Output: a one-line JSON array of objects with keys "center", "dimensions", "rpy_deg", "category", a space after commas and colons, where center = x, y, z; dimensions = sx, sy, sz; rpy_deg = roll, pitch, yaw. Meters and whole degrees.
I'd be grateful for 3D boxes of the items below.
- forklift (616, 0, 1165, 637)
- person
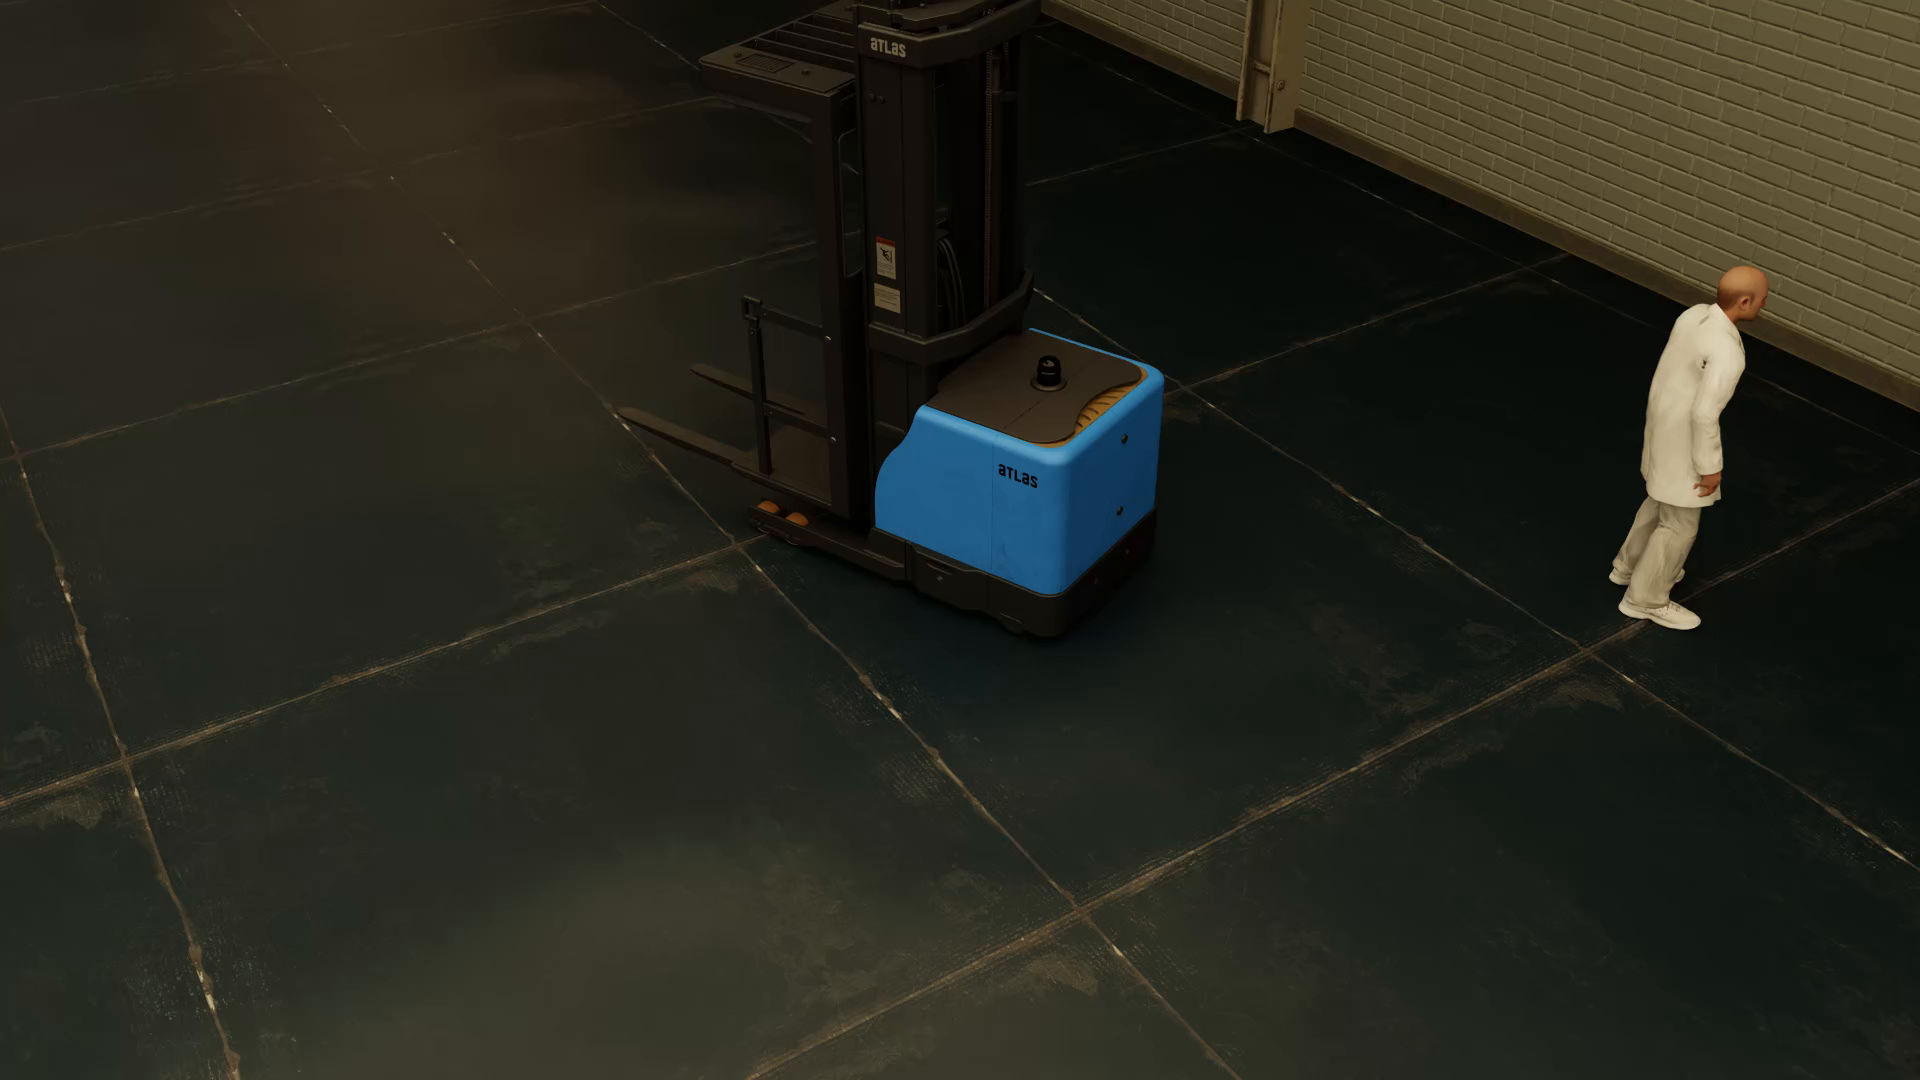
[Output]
[{"center": [-0.500, -1.399, 8.138], "dimensions": [3.031, 2.935, 1.130], "rpy_deg": [22, 41, 28], "category": "forklift"}, {"center": [3.426, -0.463, 7.814], "dimensions": [0.431, 1.774, 0.653], "rpy_deg": [4, 35, 5], "category": "person"}]
